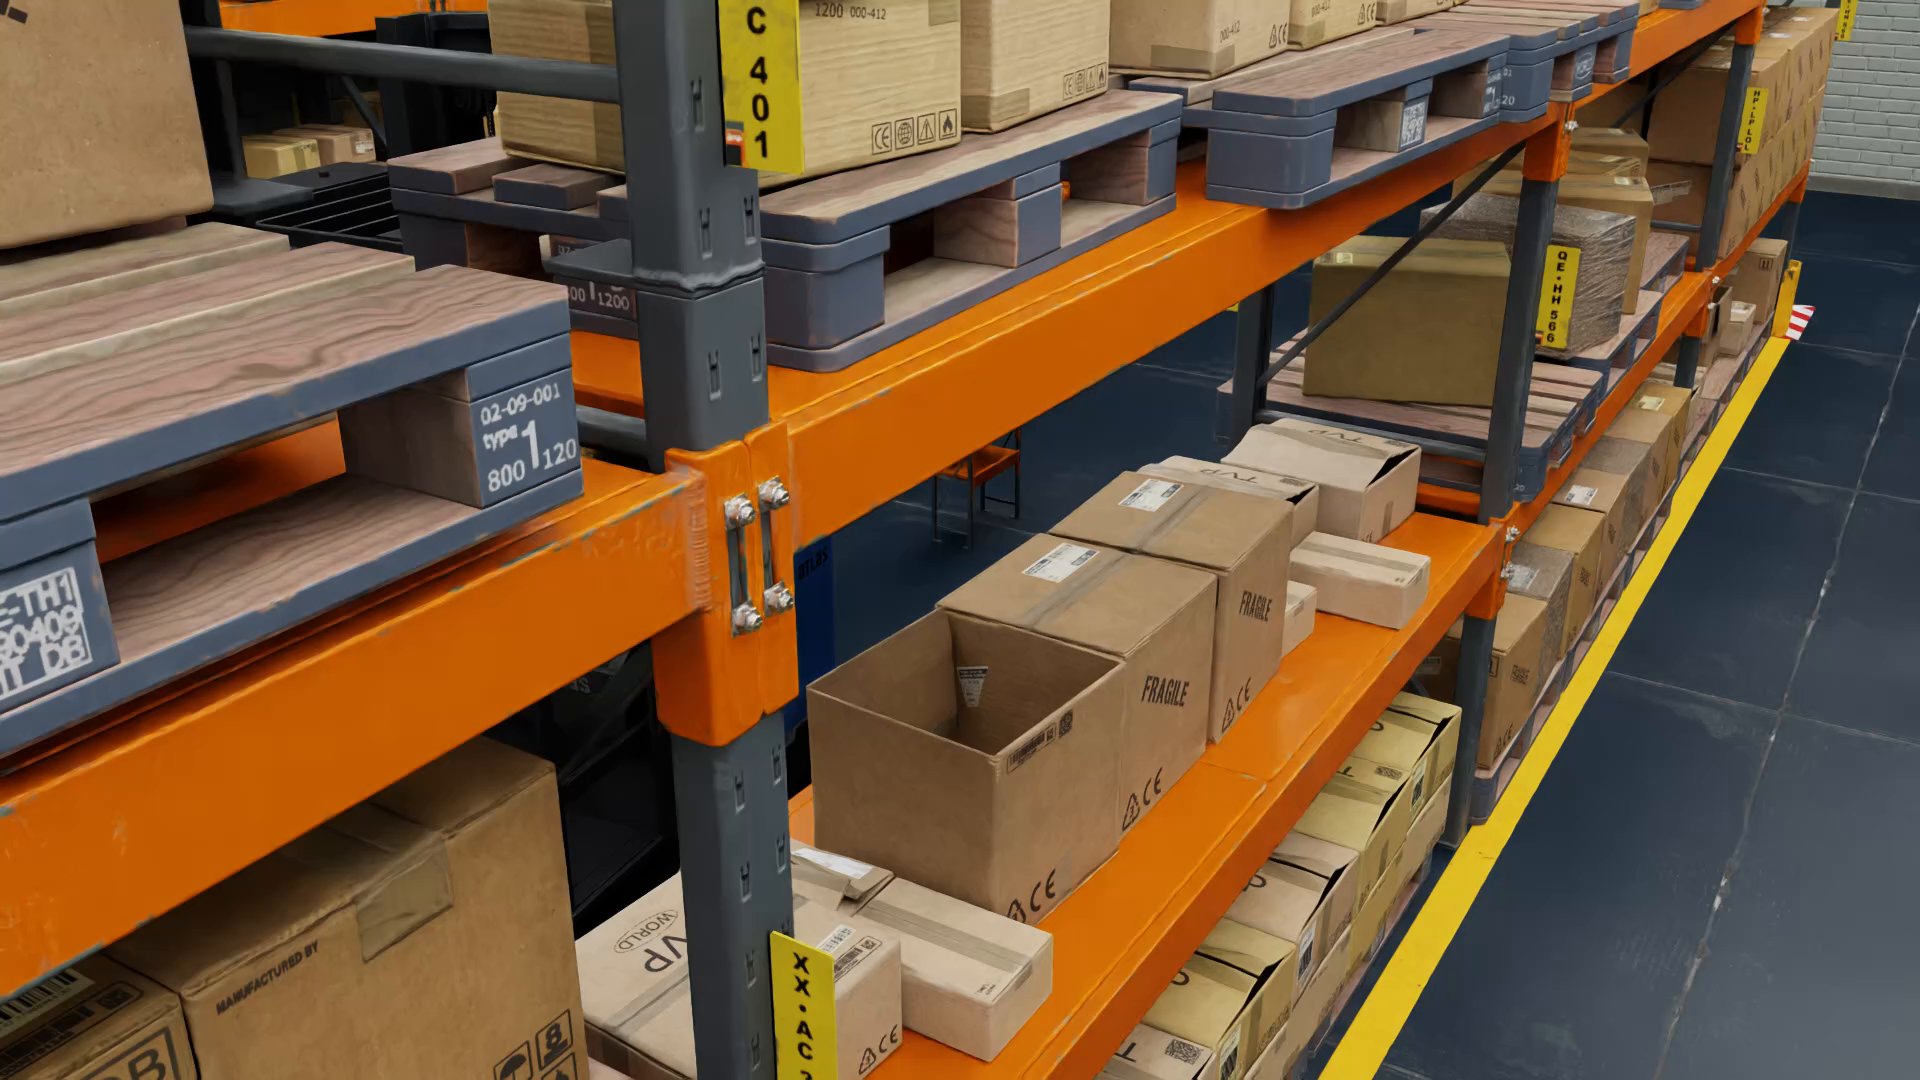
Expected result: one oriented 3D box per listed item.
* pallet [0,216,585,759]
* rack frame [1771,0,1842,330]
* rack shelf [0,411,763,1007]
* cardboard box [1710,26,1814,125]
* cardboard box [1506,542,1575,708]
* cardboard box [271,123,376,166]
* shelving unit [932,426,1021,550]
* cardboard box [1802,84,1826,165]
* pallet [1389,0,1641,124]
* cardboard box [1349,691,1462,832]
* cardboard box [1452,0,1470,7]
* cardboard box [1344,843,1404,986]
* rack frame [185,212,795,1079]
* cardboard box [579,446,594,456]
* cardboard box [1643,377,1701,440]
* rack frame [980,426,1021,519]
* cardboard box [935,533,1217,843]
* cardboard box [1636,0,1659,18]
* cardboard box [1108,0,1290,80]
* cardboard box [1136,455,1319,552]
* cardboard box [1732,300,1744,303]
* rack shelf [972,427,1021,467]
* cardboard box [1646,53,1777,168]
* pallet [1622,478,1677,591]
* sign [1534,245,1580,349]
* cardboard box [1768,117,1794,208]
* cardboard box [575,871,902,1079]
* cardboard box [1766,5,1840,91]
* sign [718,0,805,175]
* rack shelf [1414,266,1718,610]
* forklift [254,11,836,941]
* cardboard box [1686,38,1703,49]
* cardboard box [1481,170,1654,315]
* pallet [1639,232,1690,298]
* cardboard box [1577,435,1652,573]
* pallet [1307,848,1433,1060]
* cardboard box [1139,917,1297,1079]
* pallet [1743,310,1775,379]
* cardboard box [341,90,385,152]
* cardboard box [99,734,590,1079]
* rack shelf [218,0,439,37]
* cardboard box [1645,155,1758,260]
[{"bbox_3d":[-1.107,-0.051,1.428,1.003,0.211,1.213,14,27,29],"label":"pallet"},{"bbox_3d":[5.651,-3.058,12.039,1.000,3.000,0.127,14,27,29],"label":"rack frame"},{"bbox_3d":[-1.734,0.620,0.671,1.077,0.370,4.000,14,27,29],"label":"rack shelf"},{"bbox_3d":[4.844,-2.835,10.139,0.500,0.500,0.500,15,27,31],"label":"cardboard box"},{"bbox_3d":[2.185,0.315,6.839,0.500,0.500,0.500,13,27,27],"label":"cardboard box"},{"bbox_3d":[-2.936,-1.818,7.677,0.380,0.149,0.250,10,25,22],"label":"cardboard box"},{"bbox_3d":[0.087,-0.606,8.641,0.258,1.200,0.503,14,27,29],"label":"shelving unit"},{"bbox_3d":[5.646,-2.896,11.538,0.500,0.500,0.500,15,27,31],"label":"cardboard box"},{"bbox_3d":[1.149,-1.400,4.671,1.213,0.211,1.003,15,28,31],"label":"pallet"},{"bbox_3d":[1.364,0.682,5.626,0.500,0.311,0.500,15,27,30],"label":"cardboard box"},{"bbox_3d":[1.240,-1.694,4.771,0.500,0.250,0.500,12,26,25],"label":"cardboard box"},{"bbox_3d":[1.092,1.114,5.333,0.500,0.250,0.500,14,27,28],"label":"cardboard box"},{"bbox_3d":[-0.679,0.992,2.683,1.000,3.000,0.127,14,27,29],"label":"rack frame"},{"bbox_3d":[-2.280,-0.822,9.050,0.750,0.750,0.750,13,27,28],"label":"cardboard box"},{"bbox_3d":[3.946,-0.773,9.590,0.500,0.311,0.500,14,27,29],"label":"cardboard box"},{"bbox_3d":[0.216,-0.689,8.831,0.240,1.200,0.015,14,27,29],"label":"rack frame"},{"bbox_3d":[0.282,0.343,4.056,0.500,0.500,0.500,14,27,29],"label":"cardboard box"},{"bbox_3d":[2.176,-2.283,6.346,0.910,0.500,0.500,14,27,29],"label":"cardboard box"},{"bbox_3d":[0.382,-1.141,3.495,0.500,0.250,0.500,11,26,25],"label":"cardboard box"},{"bbox_3d":[0.795,-0.056,5.216,0.500,0.311,0.500,14,27,28],"label":"cardboard box"},{"bbox_3d":[5.284,-1.607,11.699,0.380,0.166,0.250,14,27,29],"label":"cardboard box"},{"bbox_3d":[0.087,-0.545,8.667,0.258,0.148,0.480,14,27,29],"label":"rack shelf"},{"bbox_3d":[4.029,-2.313,8.933,0.500,0.500,0.500,15,27,30],"label":"cardboard box"},{"bbox_3d":[3.144,-0.146,8.822,1.003,0.211,1.213,14,27,29],"label":"pallet"},{"bbox_3d":[1.904,-0.774,5.306,0.100,0.325,0.005,14,27,29],"label":"sign"},{"bbox_3d":[4.842,-2.383,10.353,0.500,0.500,0.500,13,27,28],"label":"cardboard box"},{"bbox_3d":[-0.456,0.885,3.118,0.500,0.250,0.500,16,28,32],"label":"cardboard box"},{"bbox_3d":[5.650,-3.355,11.340,0.500,0.500,0.500,14,27,29],"label":"cardboard box"},{"bbox_3d":[-0.206,-0.543,1.702,0.100,0.325,0.005,14,27,29],"label":"sign"},{"bbox_3d":[2.486,-0.703,7.504,1.077,0.370,4.000,14,27,29],"label":"rack shelf"},{"bbox_3d":[-1.565,-0.044,5.161,1.130,2.935,3.031,11,26,23],"label":"forklift"},{"bbox_3d":[4.122,-2.782,10.015,0.500,0.500,0.500,14,27,29],"label":"cardboard box"},{"bbox_3d":[2.662,-1.338,7.410,0.700,0.500,0.500,7,24,16],"label":"cardboard box"},{"bbox_3d":[3.027,-1.373,8.388,1.003,0.211,1.213,14,27,29],"label":"pallet"},{"bbox_3d":[2.992,-0.202,8.034,0.500,0.500,0.500,14,27,30],"label":"cardboard box"},{"bbox_3d":[0.964,1.191,5.733,1.003,0.211,1.213,14,27,29],"label":"pallet"},{"bbox_3d":[0.561,1.197,4.436,0.500,0.311,0.500,15,27,30],"label":"cardboard box"},{"bbox_3d":[5.191,-1.484,11.912,1.003,0.211,1.213,14,27,29],"label":"pallet"},{"bbox_3d":[-2.760,-2.138,8.444,0.500,0.250,0.500,15,27,30],"label":"cardboard box"},{"bbox_3d":[-0.907,0.502,2.057,0.700,0.500,0.500,14,27,29],"label":"cardboard box"},{"bbox_3d":[-3.834,-1.767,6.185,1.077,0.370,4.000,14,27,29],"label":"rack shelf"},{"bbox_3d":[4.041,-1.869,9.166,0.500,0.500,0.500,15,27,30],"label":"cardboard box"}]
